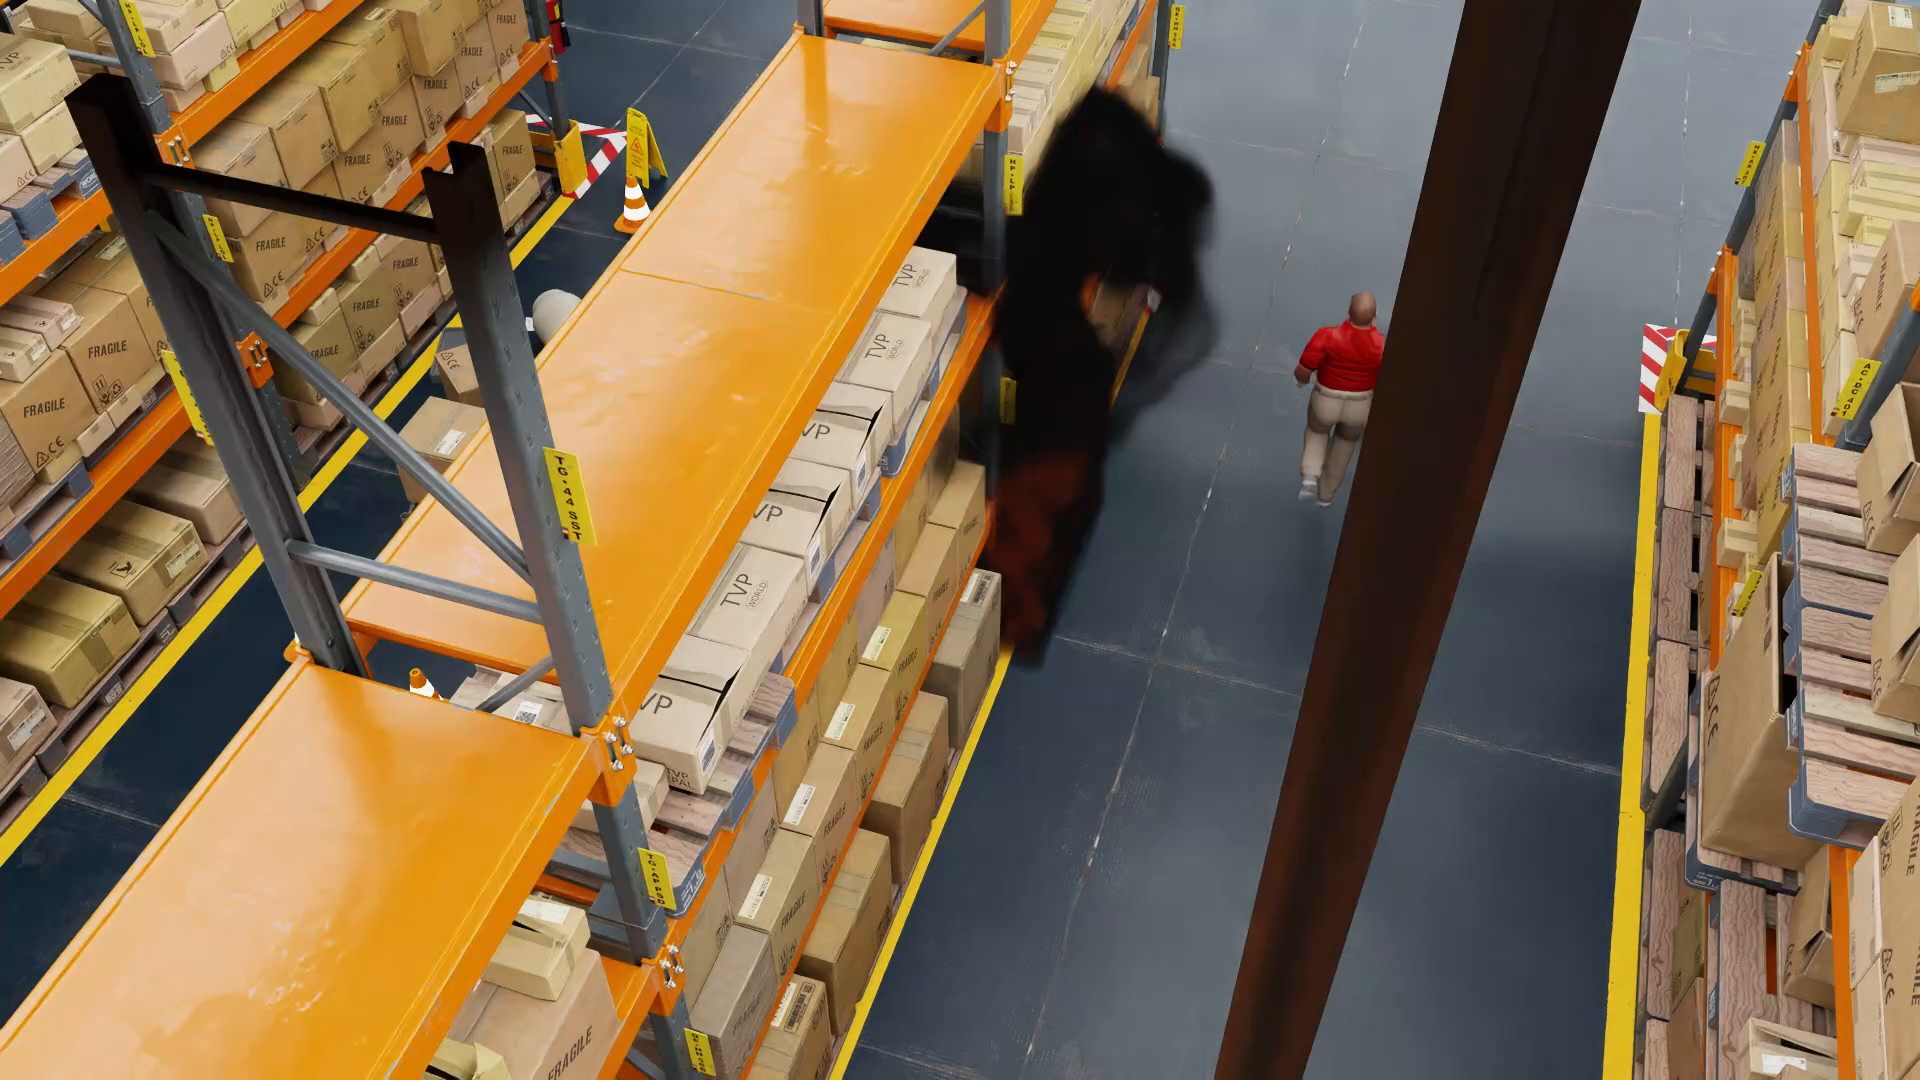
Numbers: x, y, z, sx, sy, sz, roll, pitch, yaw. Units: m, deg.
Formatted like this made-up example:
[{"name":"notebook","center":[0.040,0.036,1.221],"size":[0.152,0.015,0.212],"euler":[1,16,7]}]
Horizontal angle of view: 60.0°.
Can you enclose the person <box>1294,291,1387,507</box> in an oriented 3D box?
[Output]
[{"name":"person","center":[2.387,-0.848,10.387],"size":[0.665,1.690,0.603],"euler":[9,46,8]}]
